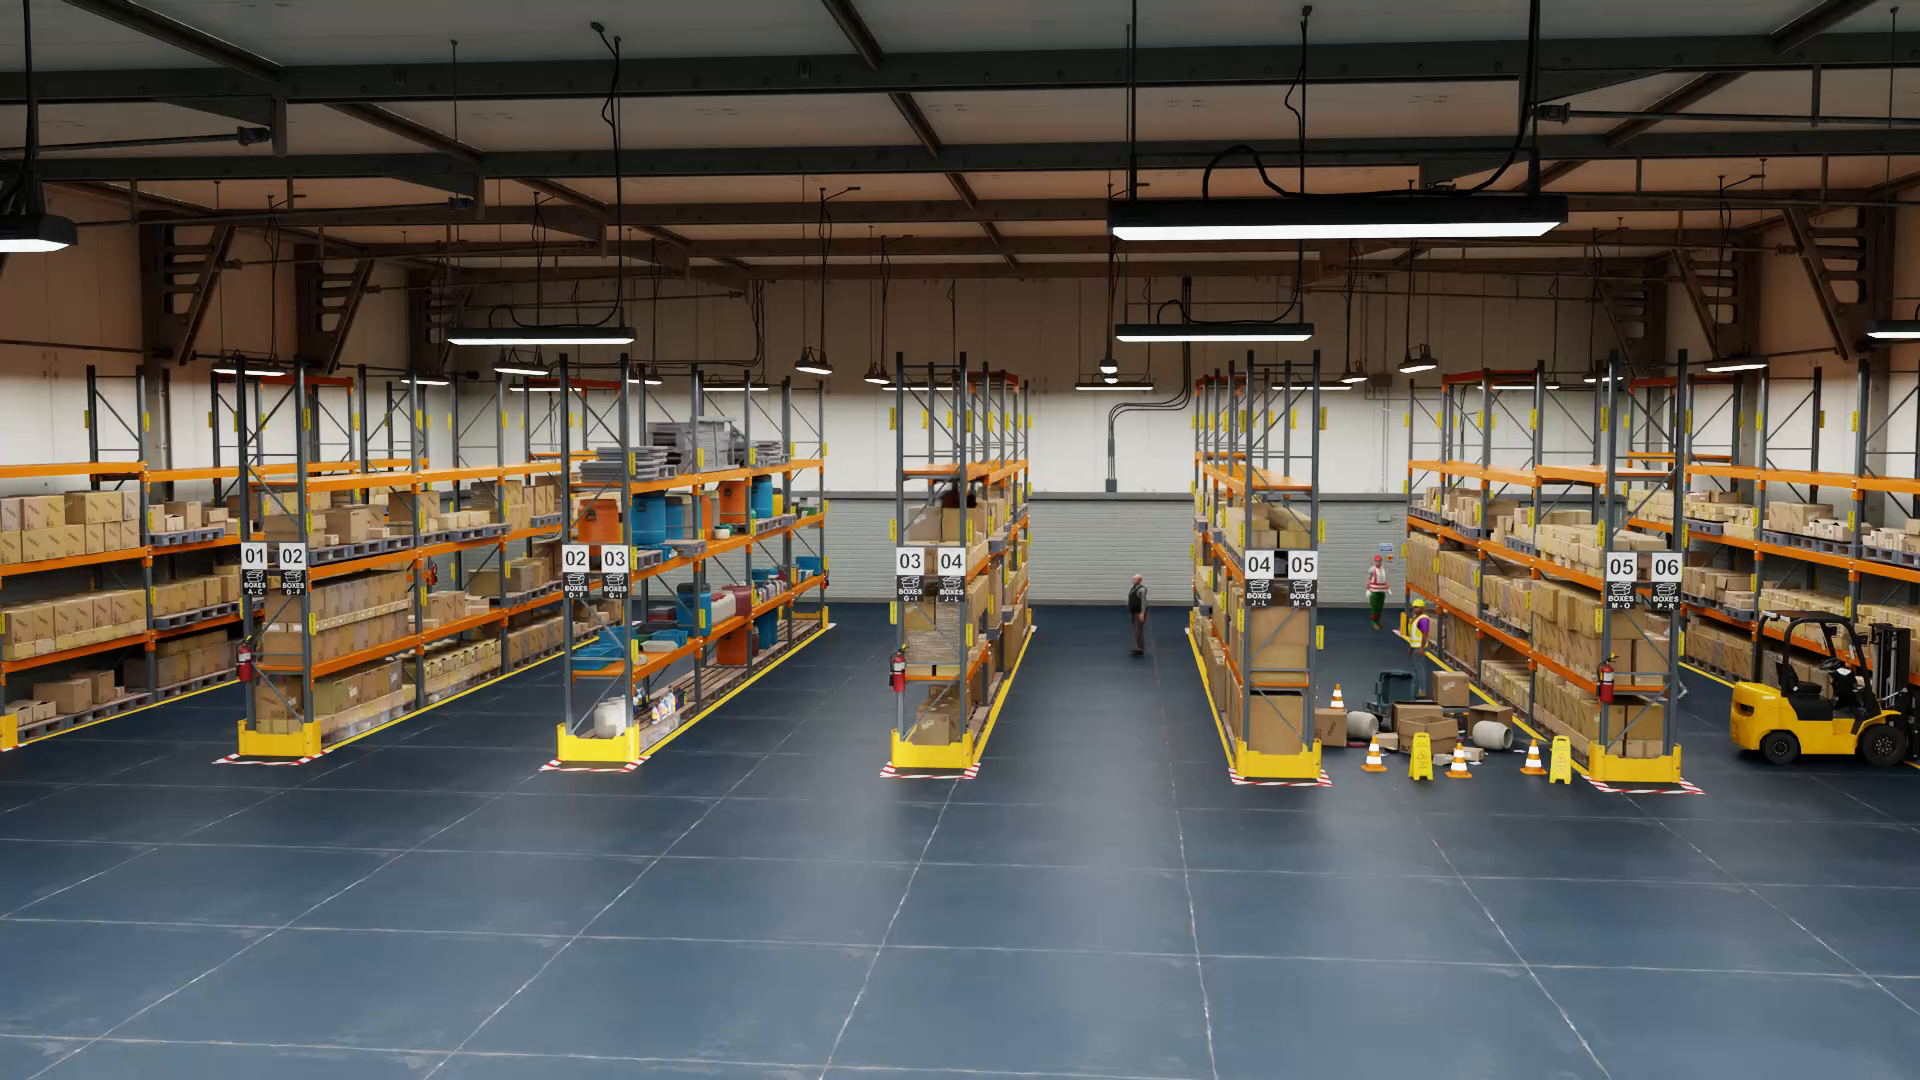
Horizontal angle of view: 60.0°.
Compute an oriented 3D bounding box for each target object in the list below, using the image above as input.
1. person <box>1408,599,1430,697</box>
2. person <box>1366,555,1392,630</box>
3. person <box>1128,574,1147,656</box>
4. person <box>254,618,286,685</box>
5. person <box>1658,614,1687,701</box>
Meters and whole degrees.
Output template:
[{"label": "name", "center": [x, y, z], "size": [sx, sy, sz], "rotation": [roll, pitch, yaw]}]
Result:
[{"label": "person", "center": [8.354, 1.965, 30.293], "size": [0.374, 1.765, 0.634], "rotation": [1, 4, 11]}, {"label": "person", "center": [10.104, 1.216, 40.114], "size": [0.619, 1.721, 0.391], "rotation": [-1, 4, -18]}, {"label": "person", "center": [3.789, 1.596, 35.721], "size": [0.390, 1.725, 0.605], "rotation": [-1, 4, -17]}, {"label": "person", "center": [-12.000, 2.136, 28.963], "size": [0.624, 1.621, 1.064], "rotation": [0, 4, 1]}, {"label": "person", "center": [12.780, 2.090, 29.799], "size": [0.507, 1.588, 0.423], "rotation": [2, 4, 23]}]
